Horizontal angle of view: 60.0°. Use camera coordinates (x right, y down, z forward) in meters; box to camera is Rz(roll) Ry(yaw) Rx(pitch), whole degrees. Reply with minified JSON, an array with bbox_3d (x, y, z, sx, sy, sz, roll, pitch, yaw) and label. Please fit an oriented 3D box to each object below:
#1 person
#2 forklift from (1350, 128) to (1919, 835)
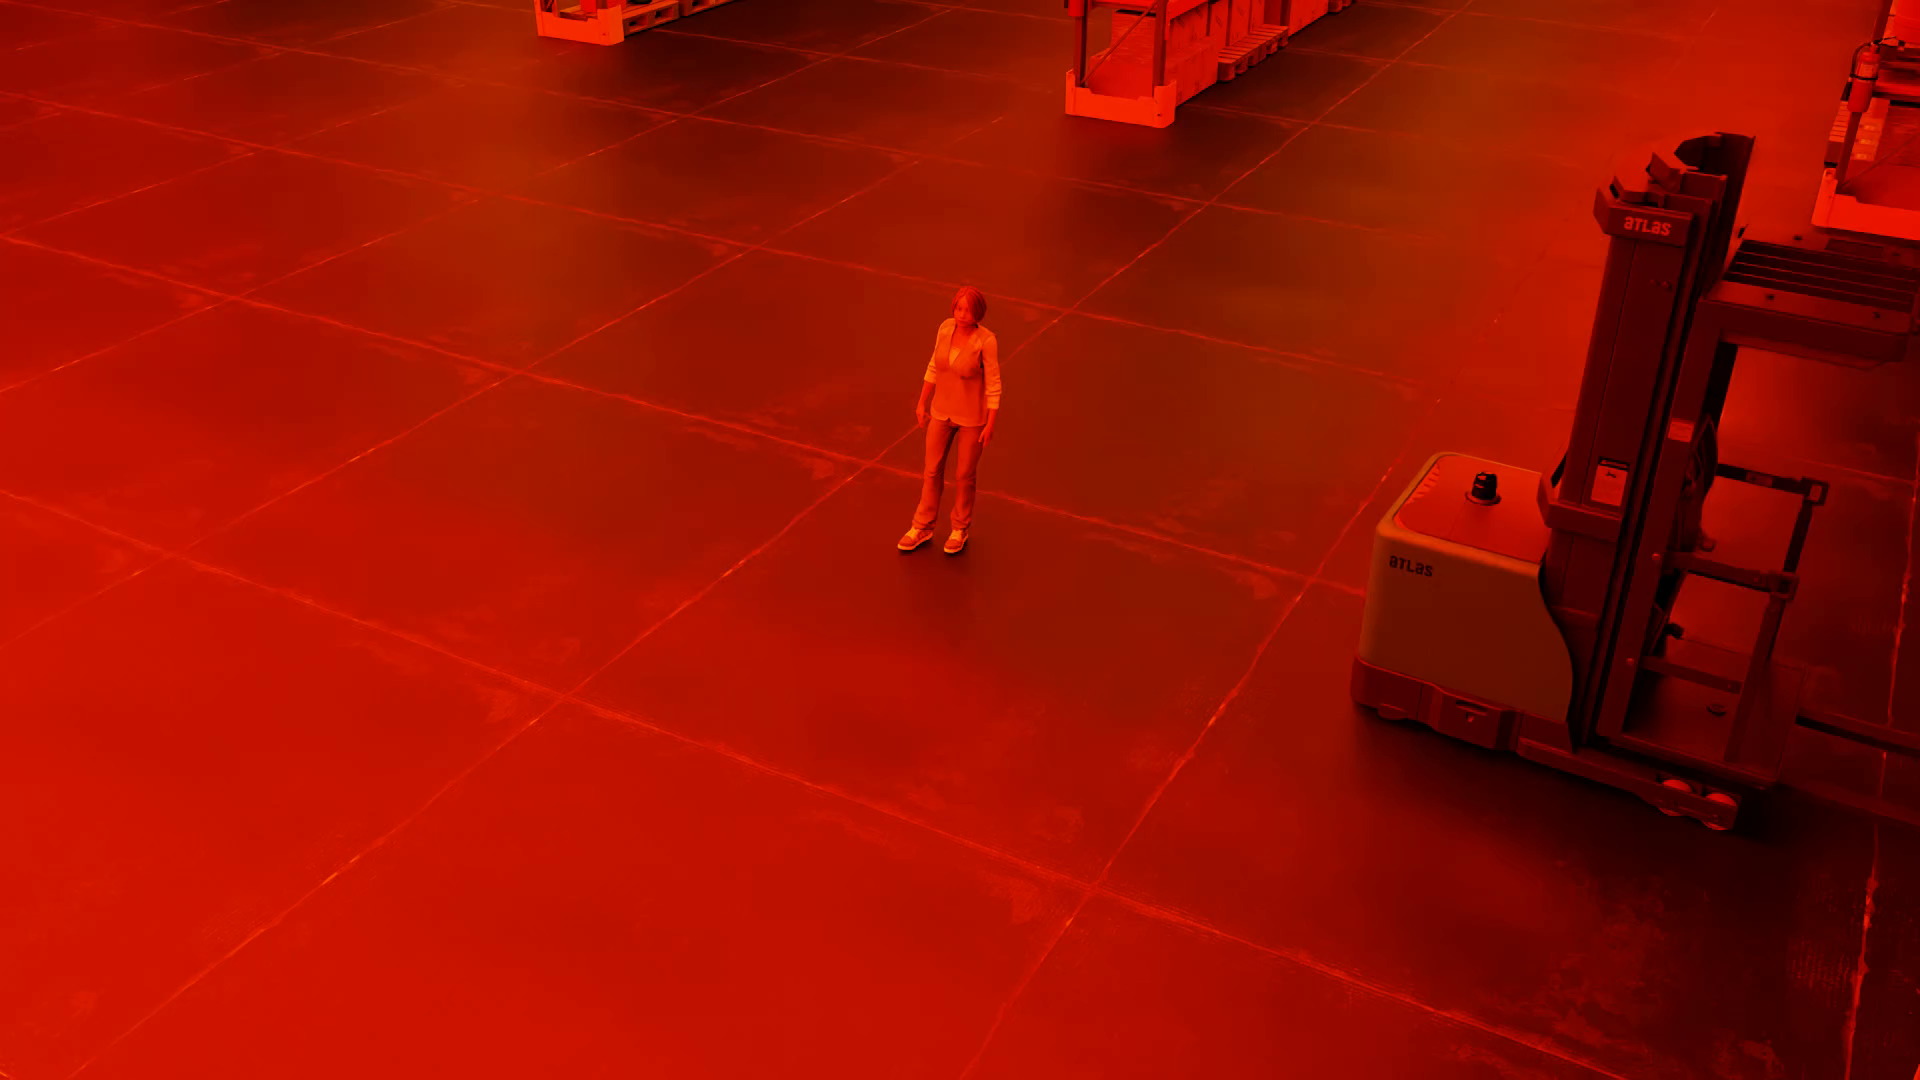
[{"bbox_3d":[-0.048,-0.668,9.549,0.521,1.599,0.473,15,33,25],"label":"person"},{"bbox_3d":[3.520,-0.234,7.476,3.031,2.935,1.130,17,34,27],"label":"forklift"}]
